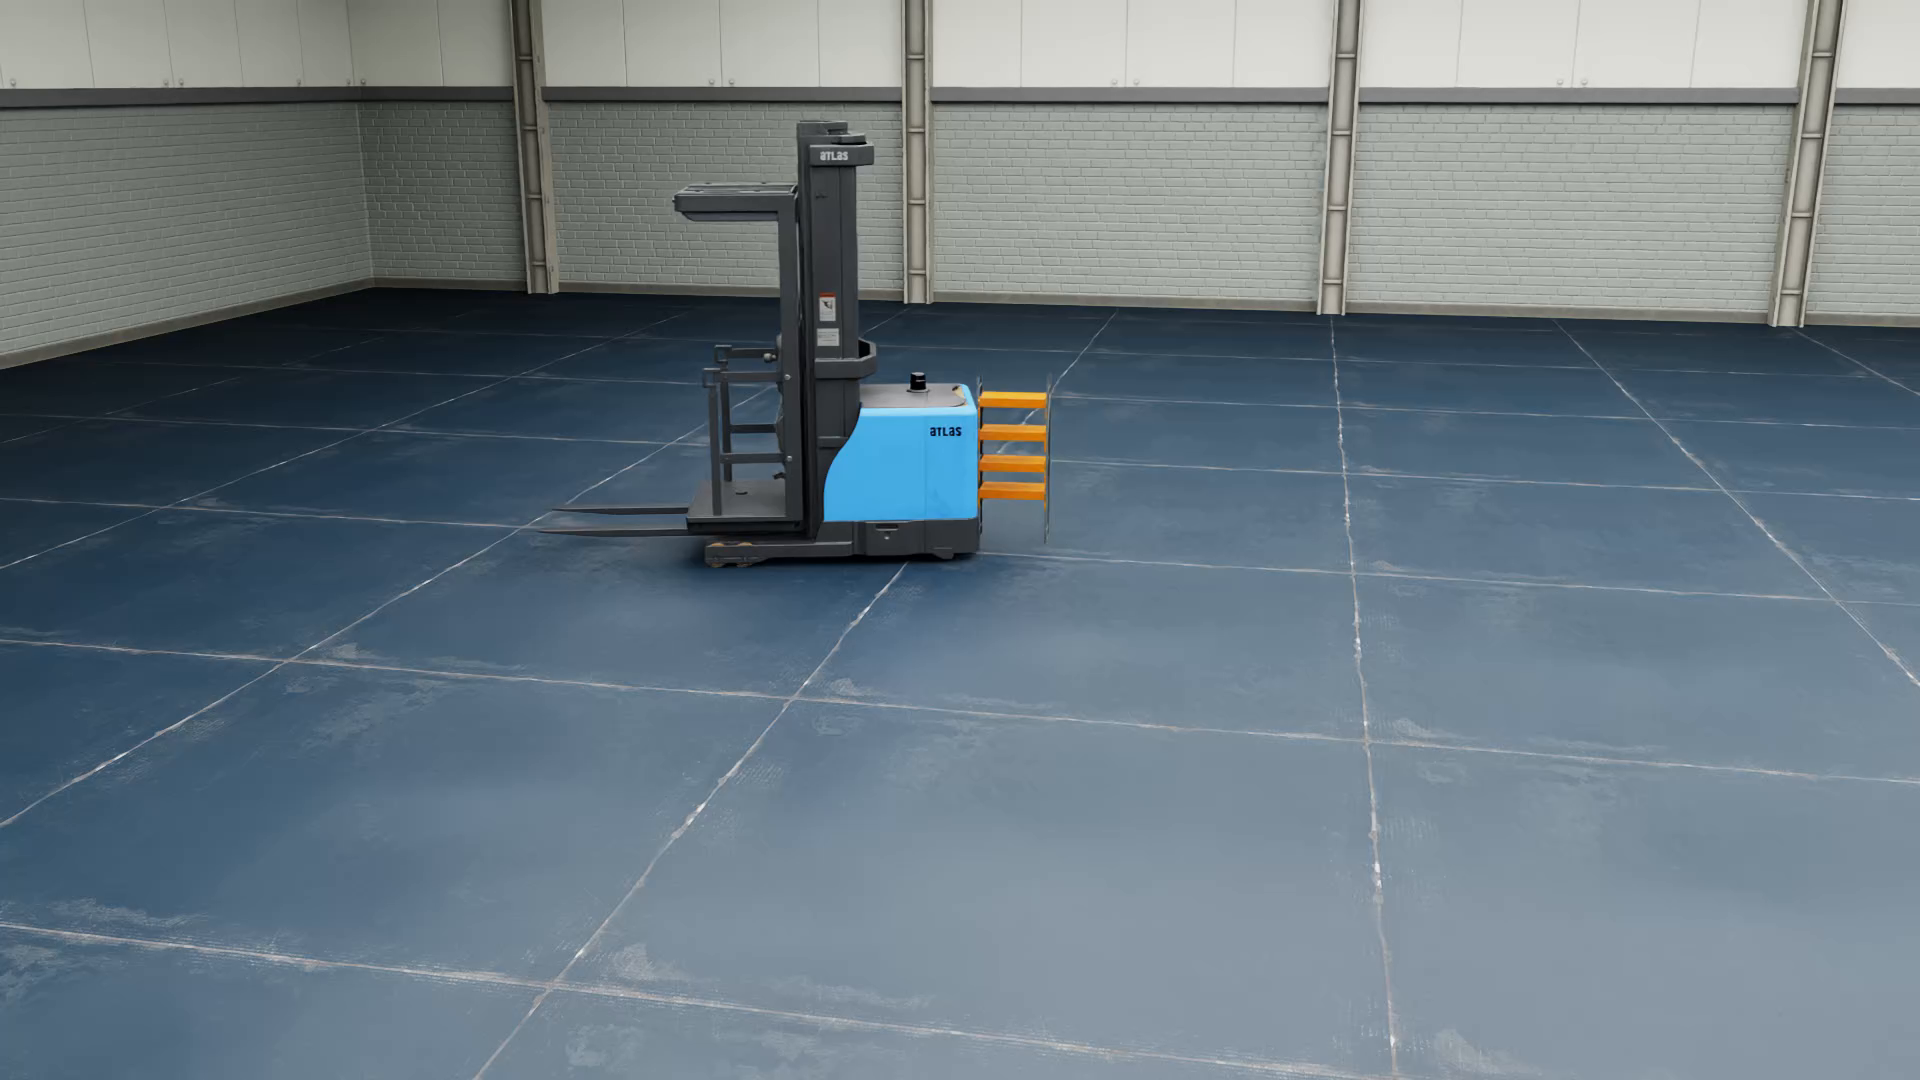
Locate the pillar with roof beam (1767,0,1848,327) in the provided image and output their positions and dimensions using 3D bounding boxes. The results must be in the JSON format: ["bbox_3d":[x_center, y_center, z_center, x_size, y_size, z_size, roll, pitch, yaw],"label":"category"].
[{"bbox_3d":[10.289,-6.114,17.206,0.400,9.000,9.100,3,16,11],"label":"pillar with roof beam"}]

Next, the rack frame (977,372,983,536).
[{"bbox_3d":[0.140,-0.586,11.861,0.015,1.200,0.240,2,16,7],"label":"rack frame"}]

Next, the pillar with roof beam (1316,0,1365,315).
[{"bbox_3d":[4.410,-6.433,18.359,0.400,9.000,9.100,3,16,11],"label":"pillar with roof beam"}]

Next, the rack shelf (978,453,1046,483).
[{"bbox_3d":[0.382,-0.513,11.849,0.480,0.148,0.258,2,16,7],"label":"rack shelf"}]

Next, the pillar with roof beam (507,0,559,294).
[{"bbox_3d":[-7.350,-7.071,20.663,0.400,9.000,9.100,3,16,11],"label":"pillar with roof beam"}]

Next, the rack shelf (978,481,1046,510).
[{"bbox_3d":[0.382,-0.322,11.902,0.480,0.148,0.258,2,16,7],"label":"rack shelf"}]

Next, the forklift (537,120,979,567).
[{"bbox_3d":[-1.406,-1.371,11.451,3.031,2.935,1.130,-1,16,-3],"label":"forklift"}]

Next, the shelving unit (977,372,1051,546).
[{"bbox_3d":[0.382,-0.578,11.831,0.503,1.200,0.258,2,16,7],"label":"shelving unit"}]

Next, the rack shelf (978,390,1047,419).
[{"bbox_3d":[0.382,-0.957,11.726,0.480,0.148,0.258,2,16,7],"label":"rack shelf"}]

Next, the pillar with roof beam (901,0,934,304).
[{"bbox_3d":[-1.470,-6.752,19.511,0.400,9.000,9.100,3,16,11],"label":"pillar with roof beam"}]

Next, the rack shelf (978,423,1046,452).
[{"bbox_3d":[0.382,-0.729,11.789,0.480,0.148,0.258,2,16,7],"label":"rack shelf"}]

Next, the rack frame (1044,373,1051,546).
[{"bbox_3d":[0.624,-0.569,11.800,0.015,1.200,0.240,2,16,7],"label":"rack frame"}]
